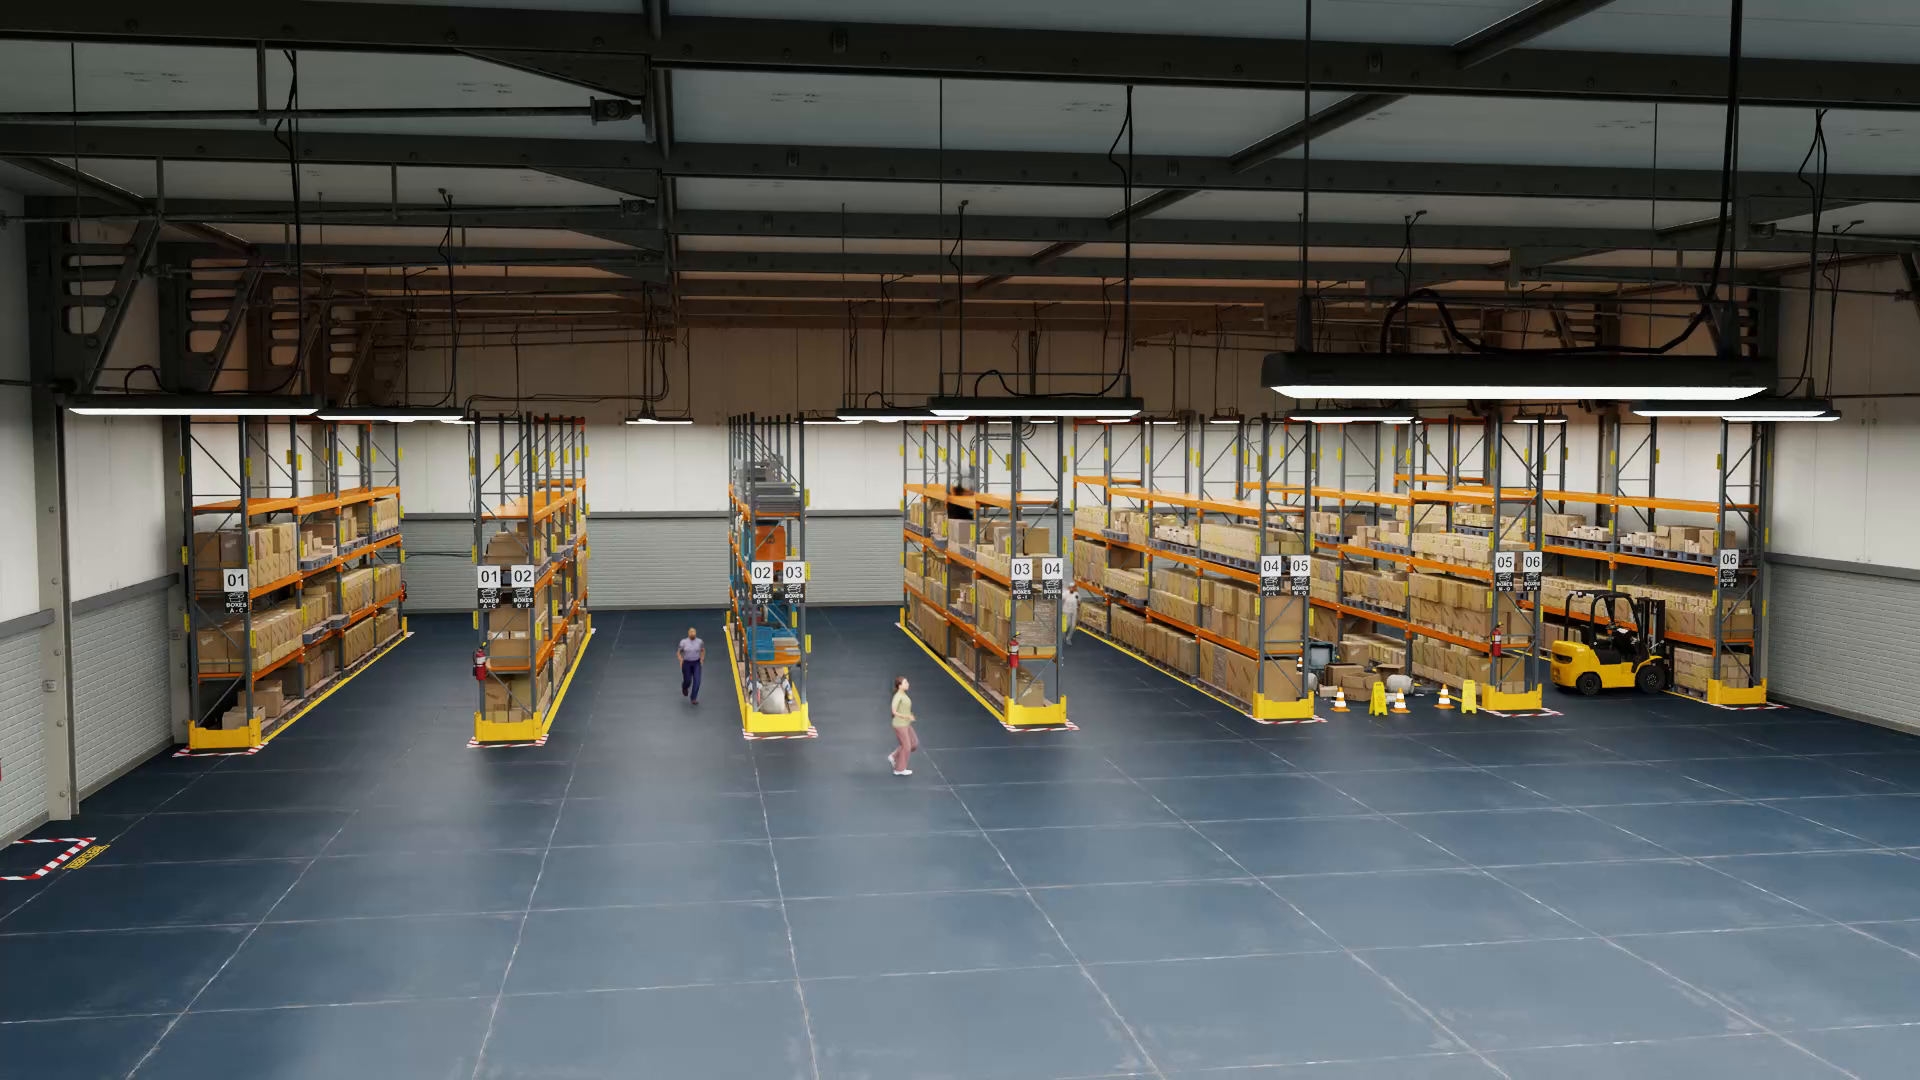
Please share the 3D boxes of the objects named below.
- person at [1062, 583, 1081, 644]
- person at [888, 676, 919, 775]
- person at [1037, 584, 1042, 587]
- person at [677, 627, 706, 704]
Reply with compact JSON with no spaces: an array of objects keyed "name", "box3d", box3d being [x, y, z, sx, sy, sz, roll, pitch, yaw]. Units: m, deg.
[{"name":"person","box3d":[2.927,1.937,43.836,0.610,1.624,0.526,-1,4,-14]},{"name":"person","box3d":[-0.942,3.049,27.344,0.536,1.627,0.597,1,4,14]},{"name":"person","box3d":[2.394,1.599,48.904,0.605,1.675,0.662,4,5,42]},{"name":"person","box3d":[-5.571,2.588,34.515,0.593,1.600,0.586,-1,4,-18]}]
